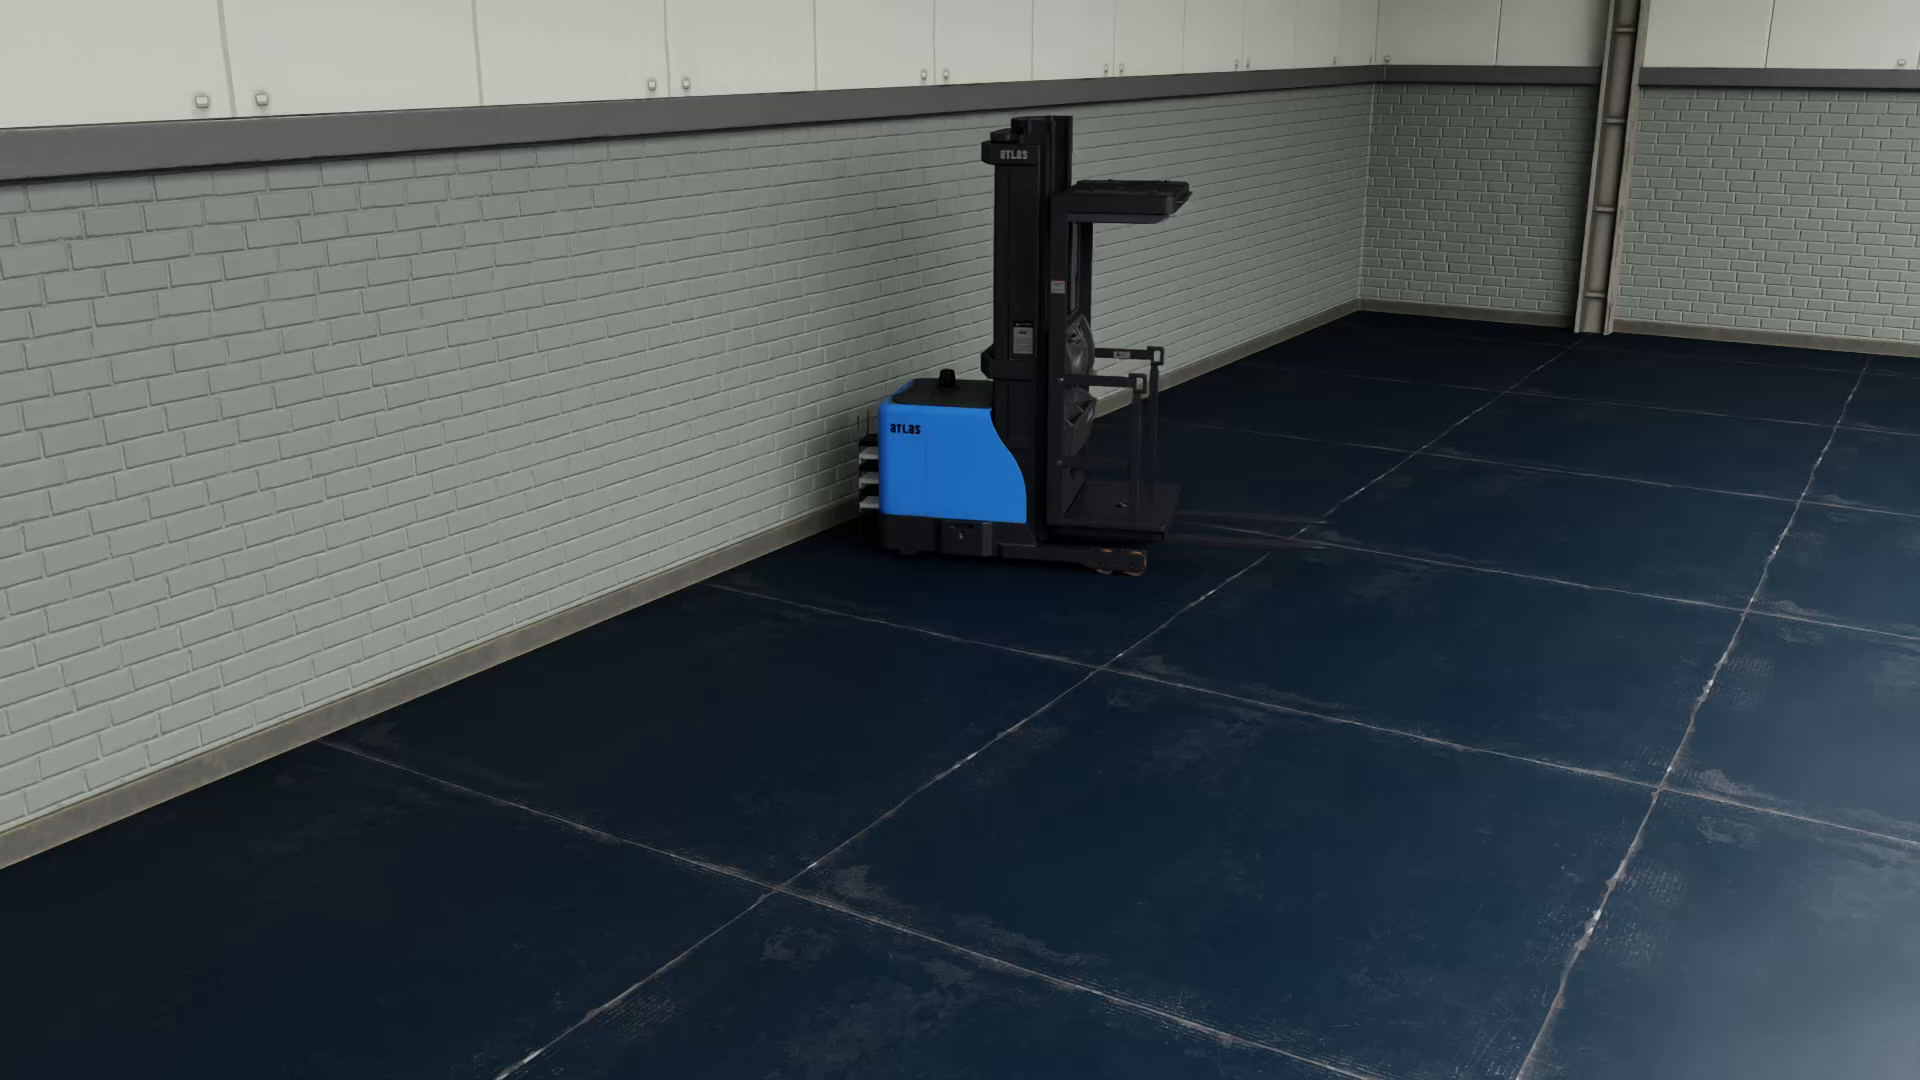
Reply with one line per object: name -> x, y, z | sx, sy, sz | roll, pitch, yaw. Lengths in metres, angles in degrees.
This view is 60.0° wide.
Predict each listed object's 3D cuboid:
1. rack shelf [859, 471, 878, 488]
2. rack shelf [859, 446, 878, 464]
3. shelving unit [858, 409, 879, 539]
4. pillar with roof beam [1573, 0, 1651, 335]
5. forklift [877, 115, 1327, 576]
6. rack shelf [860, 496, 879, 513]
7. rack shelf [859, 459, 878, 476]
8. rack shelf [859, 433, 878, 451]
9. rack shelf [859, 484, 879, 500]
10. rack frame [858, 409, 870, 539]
rack shelf -> -0.587, -0.431, 11.866 | 0.200, 0.077, 0.258 | 4, 17, 12
rack shelf -> -0.587, -0.603, 11.814 | 0.200, 0.077, 0.258 | 4, 17, 12
shelving unit -> -0.587, -0.463, 11.856 | 0.210, 0.900, 0.258 | 4, 17, 12
pillar with roof beam -> 5.446, -5.772, 15.402 | 0.400, 9.000, 9.100 | 10, 20, 30
forklift -> 0.999, -1.331, 11.221 | 3.031, 2.935, 1.130 | 4, 17, 12
rack shelf -> -0.587, -0.259, 11.918 | 0.200, 0.077, 0.258 | 4, 17, 12
rack shelf -> -0.587, -0.517, 11.840 | 0.200, 0.077, 0.258 | 4, 17, 12
rack shelf -> -0.587, -0.689, 11.788 | 0.200, 0.077, 0.258 | 4, 17, 12
rack shelf -> -0.587, -0.345, 11.892 | 0.200, 0.077, 0.258 | 4, 17, 12
rack frame -> -0.686, -0.469, 11.878 | 0.006, 0.900, 0.240 | 4, 17, 12
